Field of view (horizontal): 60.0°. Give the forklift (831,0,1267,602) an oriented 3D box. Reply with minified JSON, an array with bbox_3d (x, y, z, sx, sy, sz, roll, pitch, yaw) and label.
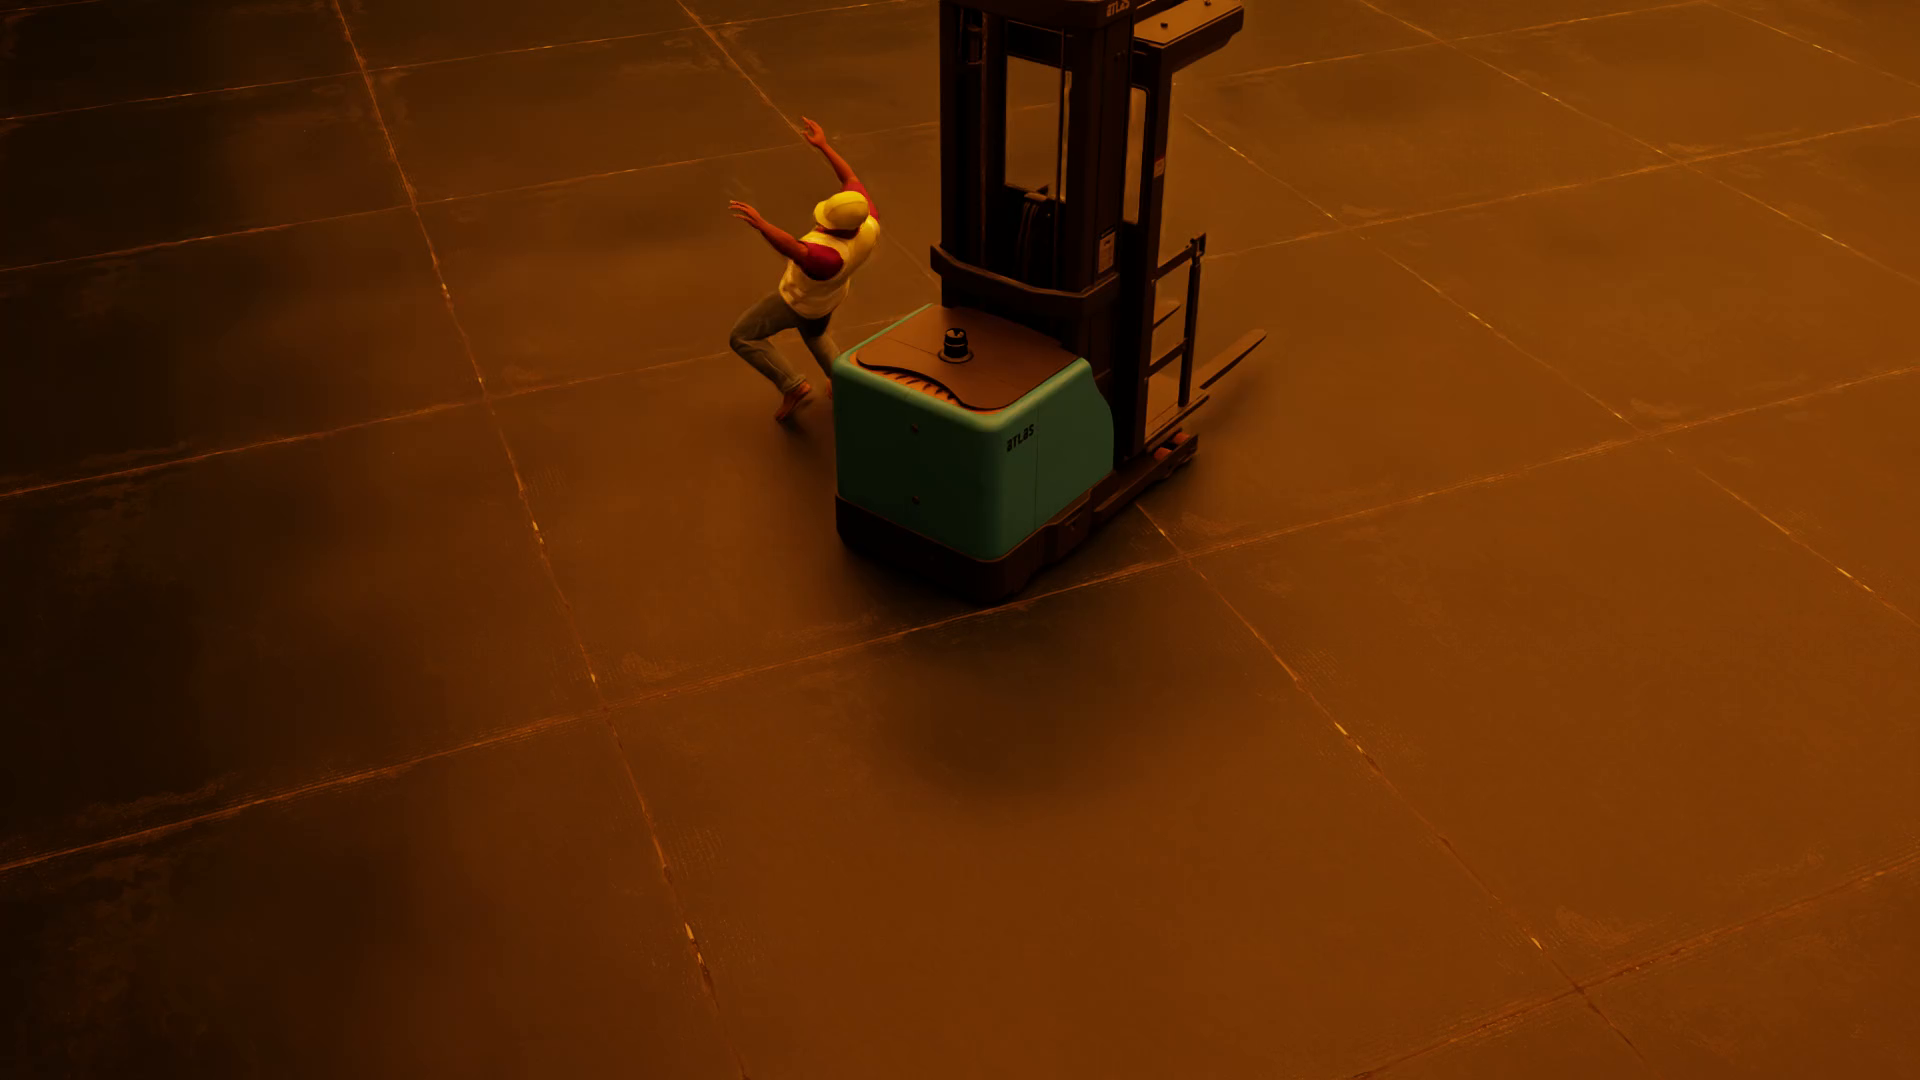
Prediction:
[{"bbox_3d":[0.662,-1.691,8.476,1.130,2.935,3.031,24,42,30],"label":"forklift"}]

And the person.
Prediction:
[{"bbox_3d":[-0.886,-1.367,9.145,0.807,1.665,1.084,22,41,28],"label":"person"}]
